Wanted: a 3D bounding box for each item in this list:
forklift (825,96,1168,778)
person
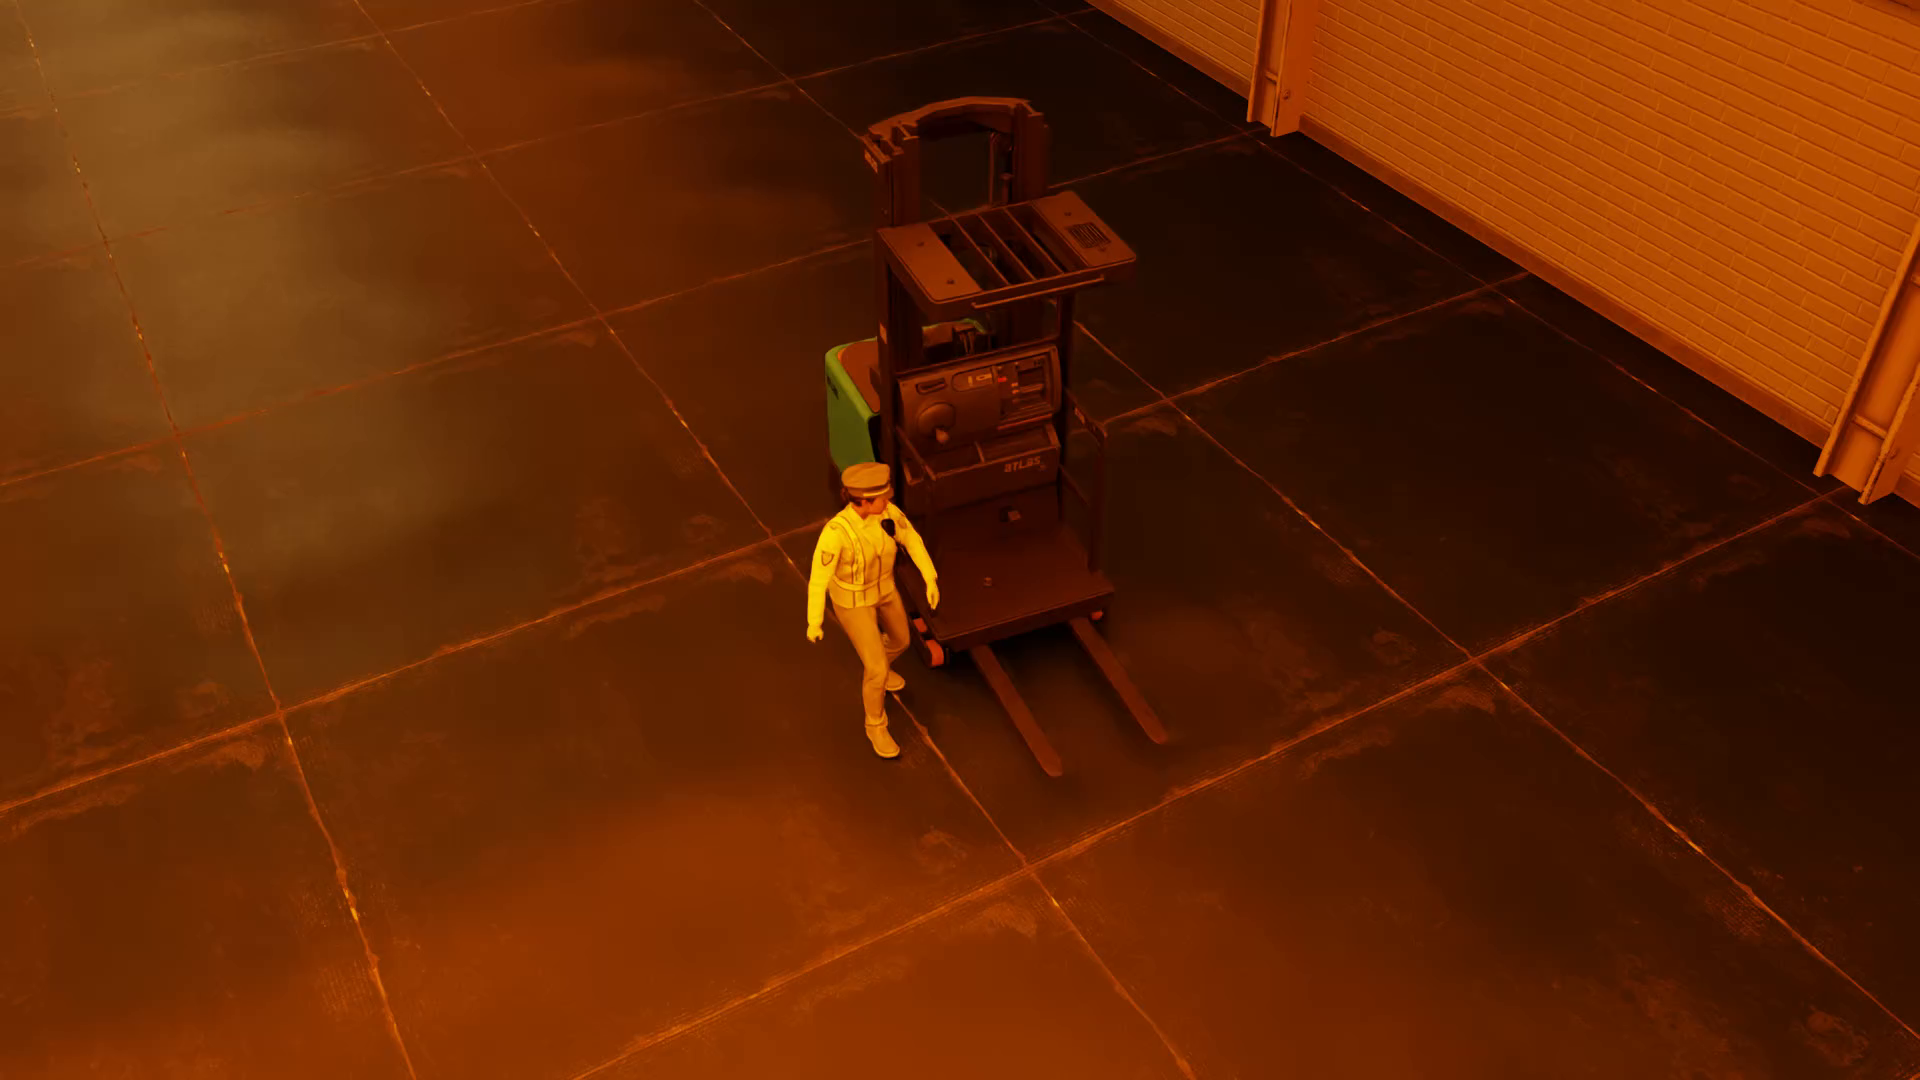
[{"bbox_3d":[0.201,-0.713,8.896,1.130,2.935,3.031,-15,42,-17],"label":"forklift"},{"bbox_3d":[-0.426,0.345,8.669,0.615,1.586,0.722,30,48,31],"label":"person"}]
